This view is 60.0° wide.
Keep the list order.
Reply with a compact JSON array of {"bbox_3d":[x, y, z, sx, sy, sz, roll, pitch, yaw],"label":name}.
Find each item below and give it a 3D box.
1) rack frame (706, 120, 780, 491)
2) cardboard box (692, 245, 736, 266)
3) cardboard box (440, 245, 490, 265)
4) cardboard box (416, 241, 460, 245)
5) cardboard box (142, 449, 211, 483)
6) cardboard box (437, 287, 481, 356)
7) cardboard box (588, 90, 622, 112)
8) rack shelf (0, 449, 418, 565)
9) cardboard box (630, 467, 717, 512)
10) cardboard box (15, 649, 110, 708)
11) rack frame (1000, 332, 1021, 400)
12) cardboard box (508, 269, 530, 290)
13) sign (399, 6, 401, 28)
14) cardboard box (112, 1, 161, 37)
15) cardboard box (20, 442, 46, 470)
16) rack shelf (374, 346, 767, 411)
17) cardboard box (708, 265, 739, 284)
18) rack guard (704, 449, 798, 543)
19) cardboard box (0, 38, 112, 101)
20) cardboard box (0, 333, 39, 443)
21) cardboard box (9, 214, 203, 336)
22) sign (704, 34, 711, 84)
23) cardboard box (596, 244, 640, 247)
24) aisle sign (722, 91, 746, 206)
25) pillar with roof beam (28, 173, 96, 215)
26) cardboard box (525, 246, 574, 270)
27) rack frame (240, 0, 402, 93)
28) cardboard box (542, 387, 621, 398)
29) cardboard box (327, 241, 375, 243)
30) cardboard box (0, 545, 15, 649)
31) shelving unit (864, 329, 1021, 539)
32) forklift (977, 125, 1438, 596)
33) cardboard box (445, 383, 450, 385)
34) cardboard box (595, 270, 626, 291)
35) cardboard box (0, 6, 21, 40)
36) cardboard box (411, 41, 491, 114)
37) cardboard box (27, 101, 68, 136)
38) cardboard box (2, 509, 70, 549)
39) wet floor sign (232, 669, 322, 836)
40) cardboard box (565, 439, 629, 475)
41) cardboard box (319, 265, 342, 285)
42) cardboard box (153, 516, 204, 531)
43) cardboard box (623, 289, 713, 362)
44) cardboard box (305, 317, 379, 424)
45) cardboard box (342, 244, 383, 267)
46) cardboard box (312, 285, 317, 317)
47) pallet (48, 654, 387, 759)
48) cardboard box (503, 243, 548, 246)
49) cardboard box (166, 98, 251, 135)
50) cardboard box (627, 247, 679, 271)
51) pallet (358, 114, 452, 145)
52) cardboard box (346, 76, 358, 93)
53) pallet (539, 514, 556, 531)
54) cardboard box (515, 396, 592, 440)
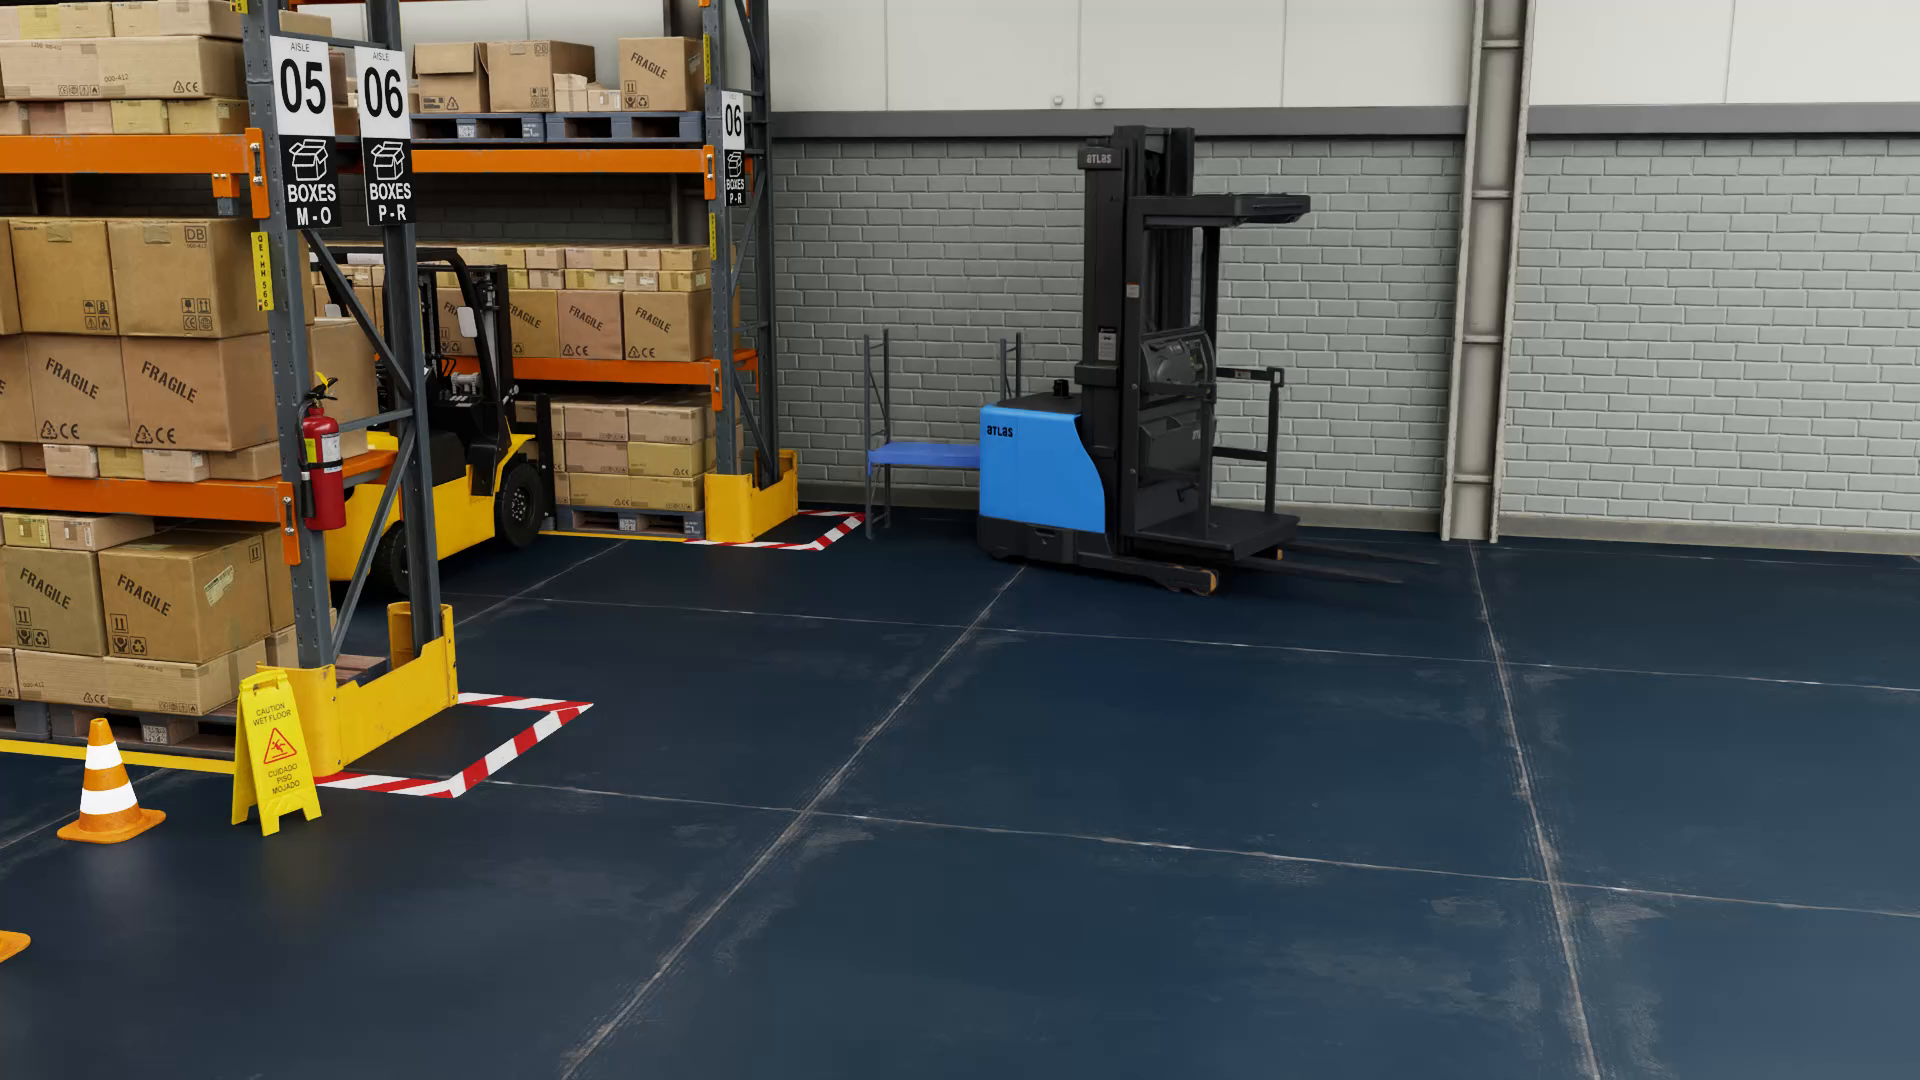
[{"bbox_3d":[-1.599,-1.571,12.390,0.127,3.000,1.000,3,13,14],"label":"rack frame"},{"bbox_3d":[-1.874,-2.144,12.558,0.250,0.149,0.380,3,13,12],"label":"cardboard box"},{"bbox_3d":[-3.728,-2.151,12.589,0.250,0.149,0.380,3,13,14],"label":"cardboard box"},{"bbox_3d":[-4.101,-2.286,13.198,0.250,0.149,0.380,3,13,13],"label":"cardboard box"},{"bbox_3d":[-3.471,-0.369,7.551,0.250,0.149,0.380,3,13,13],"label":"cardboard box"},{"bbox_3d":[-3.629,-1.670,12.603,0.500,0.500,0.500,3,13,14],"label":"cardboard box"},{"bbox_3d":[-2.476,-3.146,11.942,0.250,0.149,0.380,3,13,12],"label":"cardboard box"},{"bbox_3d":[-4.726,-0.280,8.230,4.000,0.370,1.077,3,13,14],"label":"rack shelf"},{"bbox_3d":[-2.131,-0.392,12.453,0.500,0.250,0.500,3,13,14],"label":"cardboard box"},{"bbox_3d":[-4.135,0.596,8.000,0.500,0.250,0.500,3,13,14],"label":"cardboard box"},{"bbox_3d":[0.366,-0.734,12.081,0.032,1.500,0.500,3,13,15],"label":"rack frame"},{"bbox_3d":[-3.254,-1.957,12.402,0.250,0.149,0.380,3,13,14],"label":"cardboard box"},{"bbox_3d":[-2.654,-2.532,7.779,0.005,0.325,0.100,3,13,14],"label":"sign"},{"bbox_3d":[-3.425,-2.235,7.197,0.250,0.149,0.380,3,13,15],"label":"cardboard box"},{"bbox_3d":[-4.187,-0.436,7.856,0.250,0.149,0.380,3,13,14],"label":"cardboard box"},{"bbox_3d":[-3.540,-1.324,12.936,4.000,0.370,1.077,3,13,14],"label":"rack shelf"},{"bbox_3d":[-1.866,-2.009,12.634,0.250,0.149,0.380,3,13,12],"label":"cardboard box"},{"bbox_3d":[-1.575,-0.350,12.655,0.348,0.500,1.175,3,13,14],"label":"rack guard"},{"bbox_3d":[-3.831,-2.063,7.340,0.500,0.250,0.500,3,13,13],"label":"cardboard box"},{"bbox_3d":[-4.347,-0.745,7.749,0.500,0.500,0.500,3,13,13],"label":"cardboard box"},{"bbox_3d":[-3.822,-1.218,7.571,0.500,0.500,0.700,3,13,14],"label":"cardboard box"},{"bbox_3d":[-1.742,-3.316,11.467,0.005,0.325,0.100,3,13,14],"label":"sign"},{"bbox_3d":[-2.616,-2.192,12.772,0.250,0.149,0.380,3,13,14],"label":"cardboard box"},{"bbox_3d":[-1.605,-2.775,11.815,0.004,0.787,0.394,3,13,14],"label":"aisle sign"},{"bbox_3d":[-8.915,-4.132,10.081,0.400,9.000,9.100,3,13,14],"label":"pillar with roof beam"},{"bbox_3d":[-3.008,-2.089,12.309,0.250,0.149,0.380,3,13,15],"label":"cardboard box"},{"bbox_3d":[-2.784,-3.456,7.035,0.127,3.000,1.000,3,13,14],"label":"rack frame"},{"bbox_3d":[-2.989,-1.040,13.067,0.500,0.250,0.500,3,13,13],"label":"cardboard box"},{"bbox_3d":[-4.866,-2.315,13.326,0.250,0.149,0.380,3,13,12],"label":"cardboard box"},{"bbox_3d":[-4.620,0.203,8.040,0.500,0.500,0.500,3,13,12],"label":"cardboard box"},{"bbox_3d":[-0.123,-0.764,12.215,1.048,1.500,0.538,3,13,15],"label":"shelving unit"},{"bbox_3d":[1.616,-1.205,10.899,3.031,2.935,1.130,9,15,34],"label":"forklift"},{"bbox_3d":[-4.463,-1.122,13.434,0.500,0.250,0.500,3,13,13],"label":"cardboard box"},{"bbox_3d":[-2.495,-1.929,12.275,0.250,0.149,0.380,3,13,15],"label":"cardboard box"},{"bbox_3d":[-4.146,-2.283,7.411,0.250,0.149,0.380,3,13,14],"label":"cardboard box"},{"bbox_3d":[-3.616,-3.424,12.378,0.637,0.503,0.797,3,13,15],"label":"cardboard box"},{"bbox_3d":[-3.927,-1.883,7.449,0.250,0.149,0.380,3,13,14],"label":"cardboard box"},{"bbox_3d":[-4.240,-0.078,7.810,0.250,0.149,0.380,3,13,14],"label":"cardboard box"},{"bbox_3d":[-2.856,0.857,6.881,0.232,0.644,0.267,8,15,33],"label":"wet floor sign"},{"bbox_3d":[-2.630,-0.666,12.534,0.500,0.250,0.500,3,13,13],"label":"cardboard box"},{"bbox_3d":[-4.724,-2.052,12.827,0.250,0.149,0.380,3,13,13],"label":"cardboard box"},{"bbox_3d":[-4.033,0.117,8.430,0.500,0.500,0.500,3,13,11],"label":"cardboard box"},{"bbox_3d":[-2.139,-1.590,12.246,0.500,0.500,0.500,3,13,12],"label":"cardboard box"},{"bbox_3d":[-3.178,-0.804,8.015,0.500,0.500,0.500,3,13,13],"label":"cardboard box"},{"bbox_3d":[-4.493,-2.170,12.673,0.250,0.149,0.380,3,13,15],"label":"cardboard box"},{"bbox_3d":[-5.114,-1.750,12.964,0.500,0.500,0.500,3,13,12],"label":"cardboard box"},{"bbox_3d":[-3.638,0.781,8.228,1.213,0.211,1.003,3,13,14],"label":"pallet"},{"bbox_3d":[-3.368,-2.231,12.947,0.250,0.149,0.380,3,13,14],"label":"cardboard box"},{"bbox_3d":[-3.198,-1.829,7.205,0.250,0.149,0.380,3,13,14],"label":"cardboard box"},{"bbox_3d":[-2.244,-2.062,12.189,0.250,0.149,0.380,3,13,14],"label":"cardboard box"},{"bbox_3d":[-4.648,-3.161,12.836,1.213,0.211,1.003,3,13,14],"label":"pallet"},{"bbox_3d":[-4.733,-3.359,12.529,0.500,0.311,0.500,3,13,15],"label":"cardboard box"},{"bbox_3d":[-3.532,-0.305,13.119,1.213,0.211,1.003,3,13,14],"label":"pallet"},{"bbox_3d":[-3.110,-0.930,12.569,0.500,0.250,0.500,3,13,14],"label":"cardboard box"}]
